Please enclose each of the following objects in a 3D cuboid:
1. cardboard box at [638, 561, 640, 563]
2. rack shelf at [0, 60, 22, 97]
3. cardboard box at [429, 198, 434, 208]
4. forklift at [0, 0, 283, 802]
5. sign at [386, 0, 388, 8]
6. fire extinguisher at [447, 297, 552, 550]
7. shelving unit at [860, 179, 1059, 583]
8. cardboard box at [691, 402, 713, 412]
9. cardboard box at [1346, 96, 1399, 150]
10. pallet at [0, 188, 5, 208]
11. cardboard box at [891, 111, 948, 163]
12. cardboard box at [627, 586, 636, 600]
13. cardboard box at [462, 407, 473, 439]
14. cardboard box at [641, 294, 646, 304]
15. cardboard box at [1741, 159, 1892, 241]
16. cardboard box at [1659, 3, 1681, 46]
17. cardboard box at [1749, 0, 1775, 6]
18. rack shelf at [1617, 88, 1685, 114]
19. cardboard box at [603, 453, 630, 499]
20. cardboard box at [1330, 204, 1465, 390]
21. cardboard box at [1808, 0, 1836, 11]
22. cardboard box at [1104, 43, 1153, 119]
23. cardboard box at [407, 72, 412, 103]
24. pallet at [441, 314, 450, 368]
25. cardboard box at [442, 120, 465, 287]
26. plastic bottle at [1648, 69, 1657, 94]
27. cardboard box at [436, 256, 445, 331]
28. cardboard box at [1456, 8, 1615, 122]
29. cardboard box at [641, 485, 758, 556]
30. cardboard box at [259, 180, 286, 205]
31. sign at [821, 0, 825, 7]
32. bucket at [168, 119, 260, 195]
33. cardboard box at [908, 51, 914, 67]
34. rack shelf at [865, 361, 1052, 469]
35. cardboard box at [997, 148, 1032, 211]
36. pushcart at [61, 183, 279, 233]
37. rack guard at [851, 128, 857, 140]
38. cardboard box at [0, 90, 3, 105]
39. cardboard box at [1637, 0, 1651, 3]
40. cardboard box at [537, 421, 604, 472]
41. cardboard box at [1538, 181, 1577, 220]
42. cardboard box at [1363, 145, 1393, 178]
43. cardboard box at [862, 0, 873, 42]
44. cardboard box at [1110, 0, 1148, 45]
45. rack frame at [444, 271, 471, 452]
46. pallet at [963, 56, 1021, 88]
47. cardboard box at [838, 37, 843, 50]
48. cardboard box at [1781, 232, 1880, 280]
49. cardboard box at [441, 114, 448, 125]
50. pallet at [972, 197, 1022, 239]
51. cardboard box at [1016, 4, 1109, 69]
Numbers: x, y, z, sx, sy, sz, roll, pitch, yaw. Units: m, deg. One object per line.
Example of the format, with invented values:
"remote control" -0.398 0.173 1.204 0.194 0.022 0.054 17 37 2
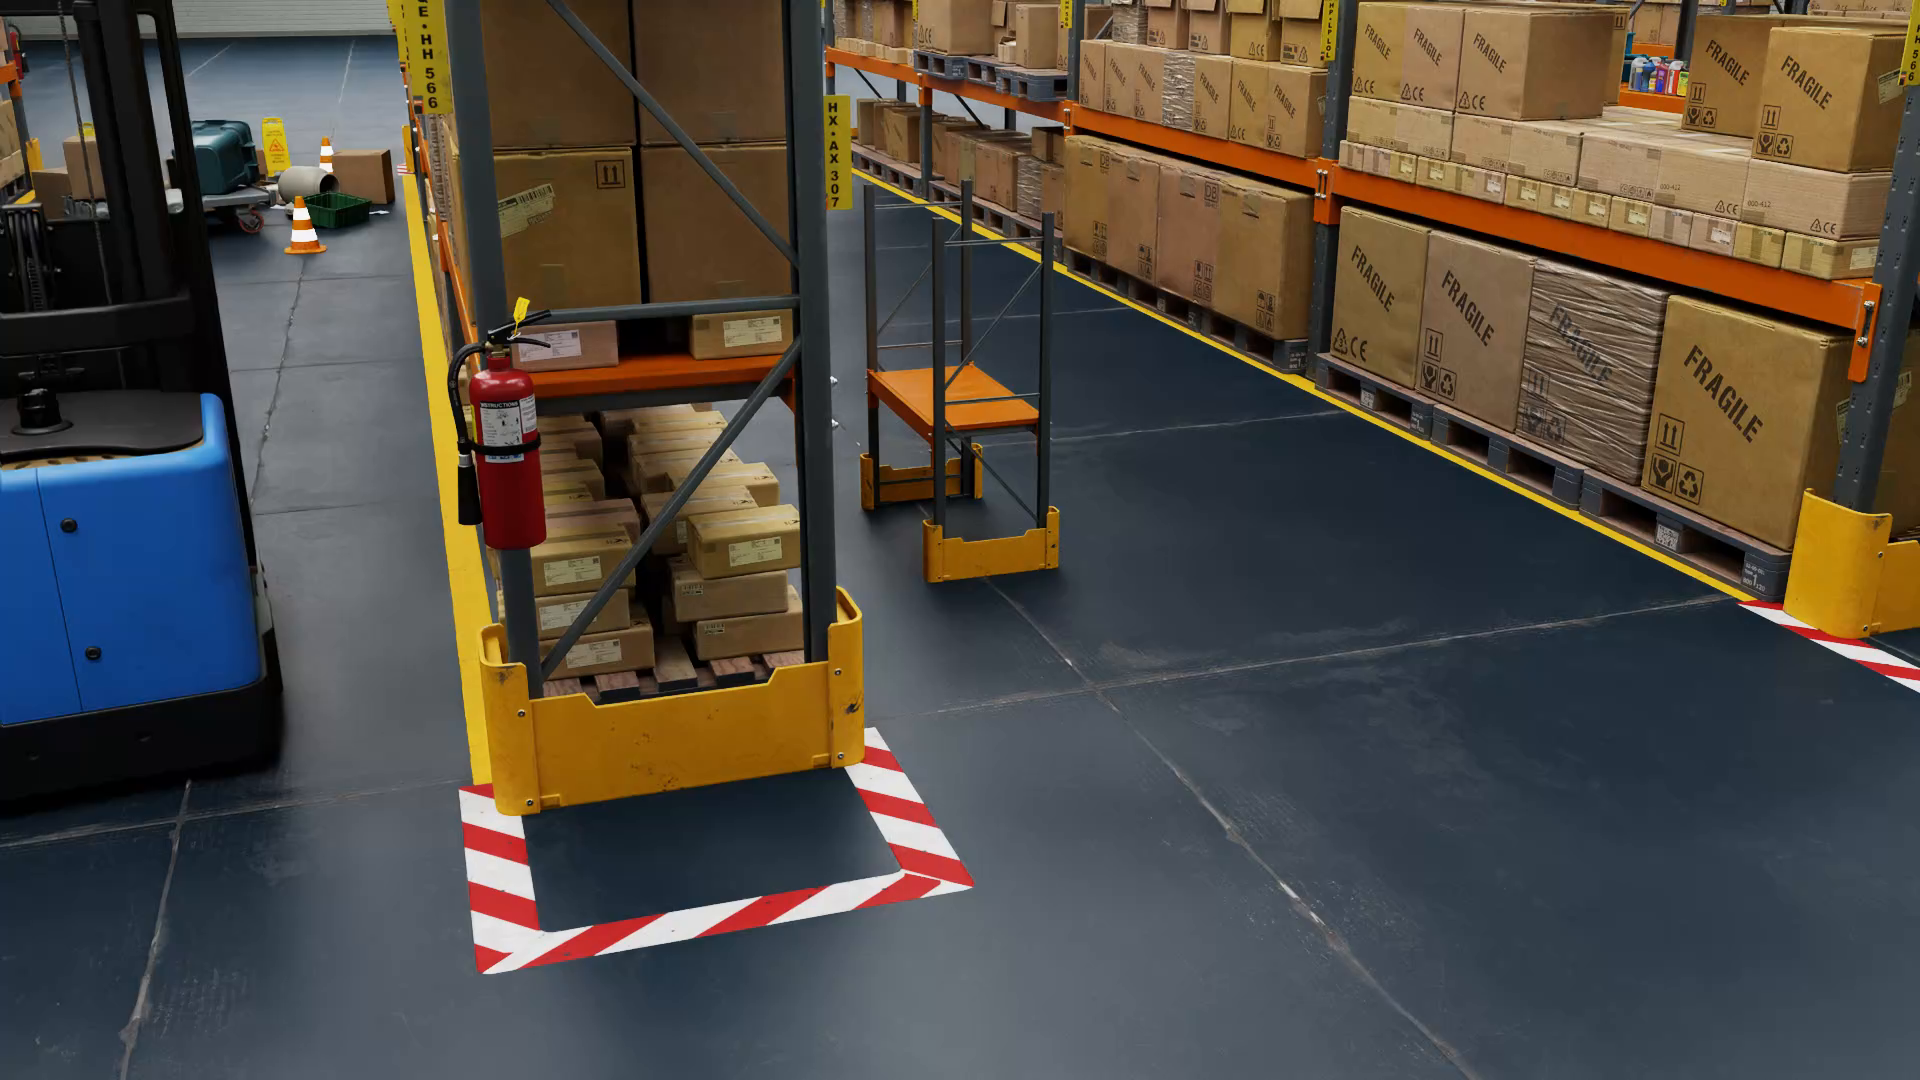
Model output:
"cardboard box" -1.131 -0.034 6.670 0.380 0.149 0.250 -6 21 -17
"rack shelf" -9.947 -4.252 15.881 1.077 0.370 4.000 -6 21 -17
"cardboard box" -3.104 -2.028 10.592 0.500 0.250 0.500 -6 21 -17
"forklift" -3.270 -1.026 5.937 1.130 2.935 3.031 -9 21 -23
"sign" -6.437 -6.178 18.783 0.100 0.325 0.005 -6 21 -17
"fire extinguisher" -1.238 -0.315 4.521 0.296 0.674 0.183 -6 21 -17
"shelving unit" -0.024 -0.730 7.231 0.587 1.500 1.083 -6 21 -17
"cardboard box" -1.298 -0.579 7.306 0.380 0.149 0.250 -7 21 -19
"cardboard box" 2.503 -2.325 9.235 0.500 0.250 0.500 -7 21 -18
"pallet" -9.950 -3.240 16.126 1.003 0.211 1.213 -6 21 -17
"cardboard box" -0.455 -4.529 18.666 0.500 0.500 0.500 -8 21 -22
"cardboard box" -1.347 0.119 5.803 0.380 0.149 0.250 -7 21 -18
"cardboard box" -2.243 -0.559 8.133 0.380 0.149 0.250 -6 21 -16
"cardboard box" -1.034 -0.915 5.898 0.380 0.149 0.250 -5 20 -15
"cardboard box" 3.457 -1.348 6.513 0.500 0.250 0.500 -7 21 -18
"cardboard box" 9.178 -6.410 20.678 0.700 0.500 0.500 -7 21 -18
"cardboard box" 9.595 -6.512 20.002 0.380 0.149 0.250 -6 21 -17
"rack shelf" 6.677 -3.264 13.130 1.077 0.370 4.000 -6 21 -17
"cardboard box" -1.269 -0.262 6.865 0.380 0.149 0.250 -5 20 -14
"cardboard box" 2.736 -1.412 9.432 0.875 0.875 0.875 -6 21 -17
"cardboard box" 12.804 -7.971 24.254 0.500 0.500 0.500 -6 21 -17
"cardboard box" 1.406 -3.415 12.339 0.500 0.500 0.500 -7 21 -19
"cardboard box" -4.102 -3.707 13.153 0.500 0.500 0.500 -7 21 -18
"pallet" -2.769 -1.269 10.638 1.003 0.211 1.213 -6 21 -17
"cardboard box" -1.422 -1.126 5.526 0.500 0.500 0.500 -7 21 -18
"plastic bottle" 5.919 -3.906 14.148 0.097 0.201 0.097 0 20 0
"cardboard box" -2.926 -1.502 10.236 0.500 0.500 0.500 -7 21 -18
"cardboard box" 2.827 -2.351 8.196 0.500 0.500 0.500 -7 21 -19
"cardboard box" -0.922 -0.072 5.896 0.380 0.149 0.250 -6 21 -16
"cardboard box" -6.939 -3.576 16.981 0.396 0.266 0.258 -3 20 -8
"sign" -1.683 -6.635 20.171 0.100 0.325 0.005 -6 21 -17
"bucket" -6.882 -3.481 15.263 0.726 0.611 0.620 1 30 2
"cardboard box" -0.326 -5.002 17.278 0.380 0.149 0.250 -6 21 -17
"rack shelf" -0.027 -0.564 7.300 0.538 0.185 1.000 -6 21 -17
"cardboard box" 0.746 -3.319 15.268 0.700 0.500 0.500 -5 20 -13
"pushcart" -7.169 -2.973 15.135 1.648 0.377 0.936 -15 25 -36
"rack guard" -1.144 -5.085 20.833 1.175 0.500 0.348 -6 21 -17
"cardboard box" -9.897 -4.454 16.757 0.380 0.149 0.250 -6 21 -16
"cardboard box" 8.809 -6.878 21.019 0.380 0.149 0.250 -6 21 -16
"cardboard box" -1.648 -0.358 6.692 0.380 0.149 0.250 -7 21 -19
"cardboard box" 2.957 -1.602 7.812 0.380 0.149 0.250 -6 21 -16
"cardboard box" 2.464 -2.102 9.202 0.380 0.149 0.250 -7 21 -19
"cardboard box" -0.634 -5.980 19.041 0.875 0.500 0.500 -6 21 -17
"cardboard box" 1.561 -4.001 12.486 0.797 0.503 0.637 -6 21 -15
"rack frame" -2.136 -1.940 8.380 1.000 3.000 0.127 -6 21 -17
"pallet" 0.686 -4.259 15.120 1.003 0.211 1.213 -6 21 -17
"cardboard box" -1.244 -5.968 19.966 0.380 0.149 0.250 -6 21 -17
"cardboard box" 3.437 -1.112 6.446 0.380 0.149 0.250 -6 21 -16
"cardboard box" -1.418 -1.597 5.358 0.500 0.500 0.500 -7 21 -19
"pallet" 0.723 -3.047 15.589 1.003 0.211 1.213 -6 21 -17
"cardboard box" 0.869 -4.300 14.183 0.700 0.500 0.500 -3 20 -9
